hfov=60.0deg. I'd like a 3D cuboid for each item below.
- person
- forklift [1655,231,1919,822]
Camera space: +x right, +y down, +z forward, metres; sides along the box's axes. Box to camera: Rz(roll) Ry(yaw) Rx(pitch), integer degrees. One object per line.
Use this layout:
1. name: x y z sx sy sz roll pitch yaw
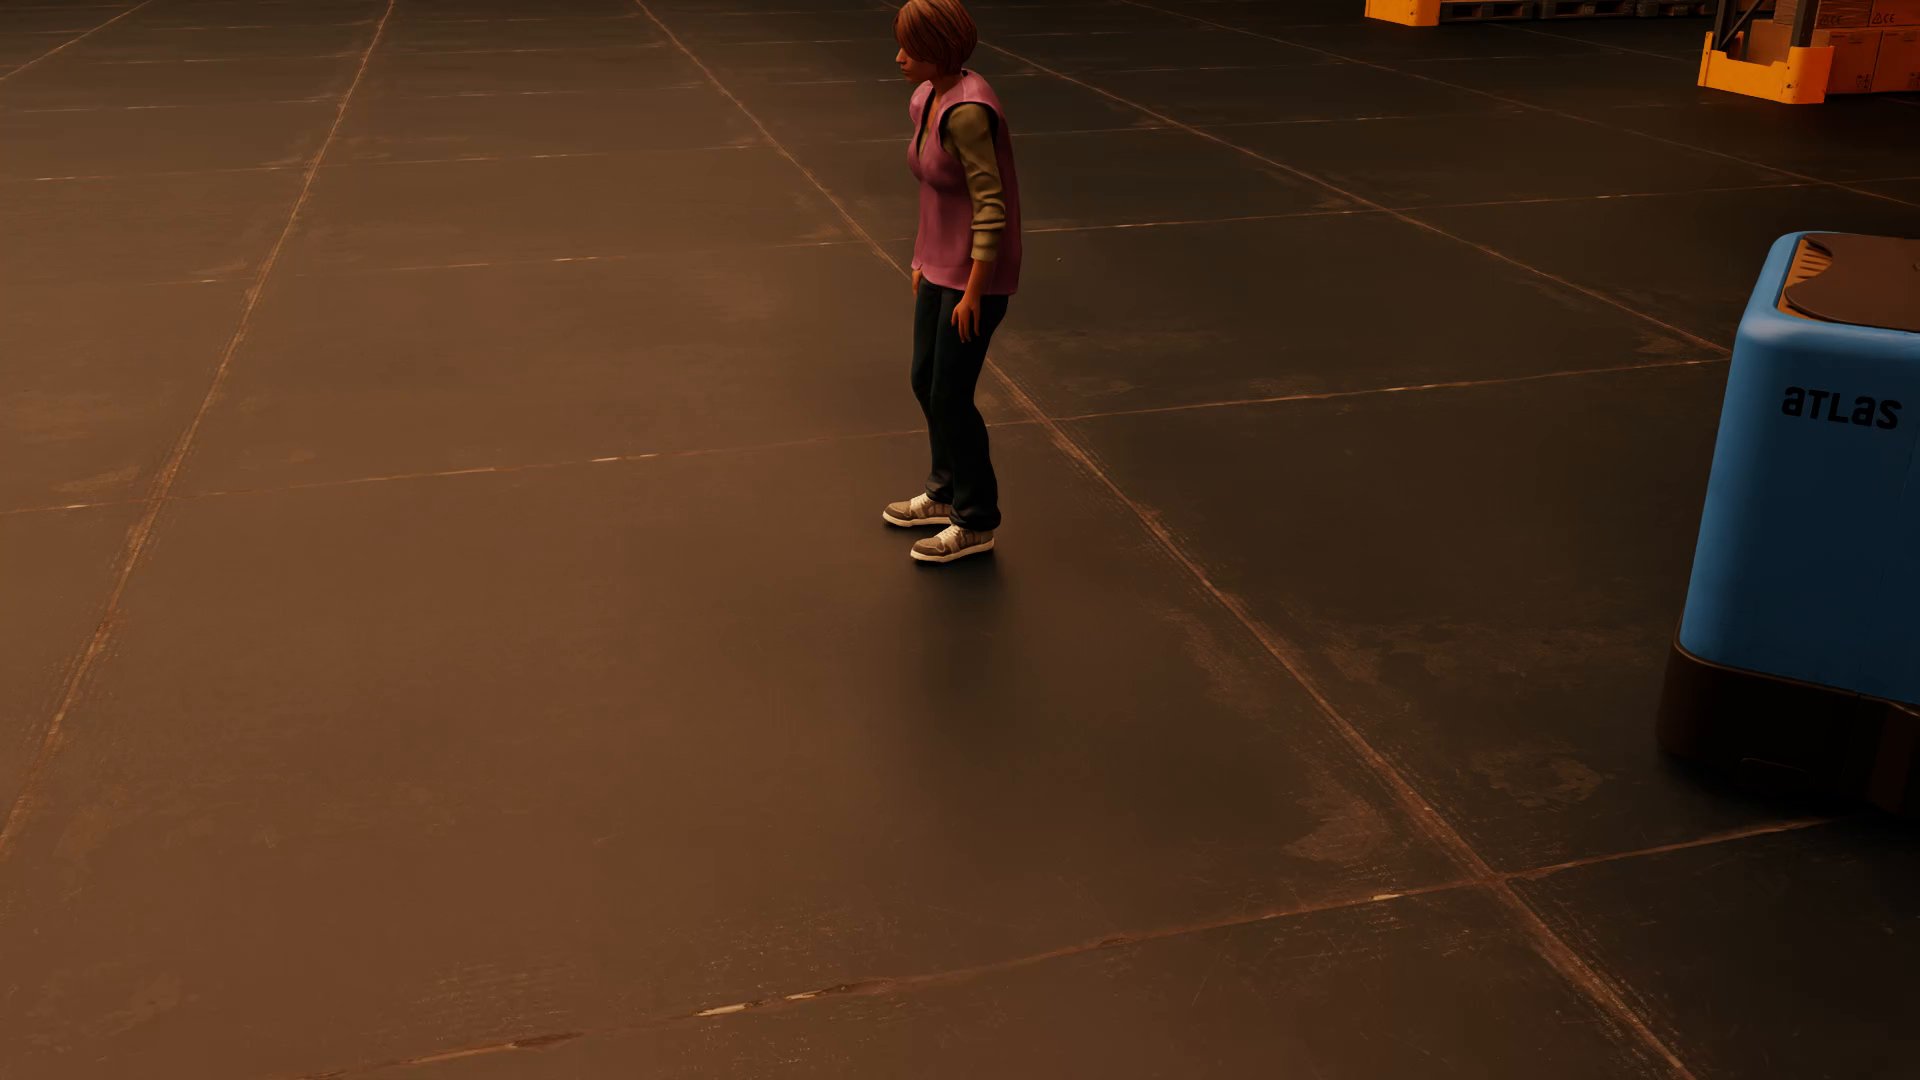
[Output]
1. person: -0.017 -0.725 4.727 0.345 1.591 0.481 -7 24 -17
2. forklift: 3.135 -0.703 2.962 3.031 2.935 1.130 12 26 26
